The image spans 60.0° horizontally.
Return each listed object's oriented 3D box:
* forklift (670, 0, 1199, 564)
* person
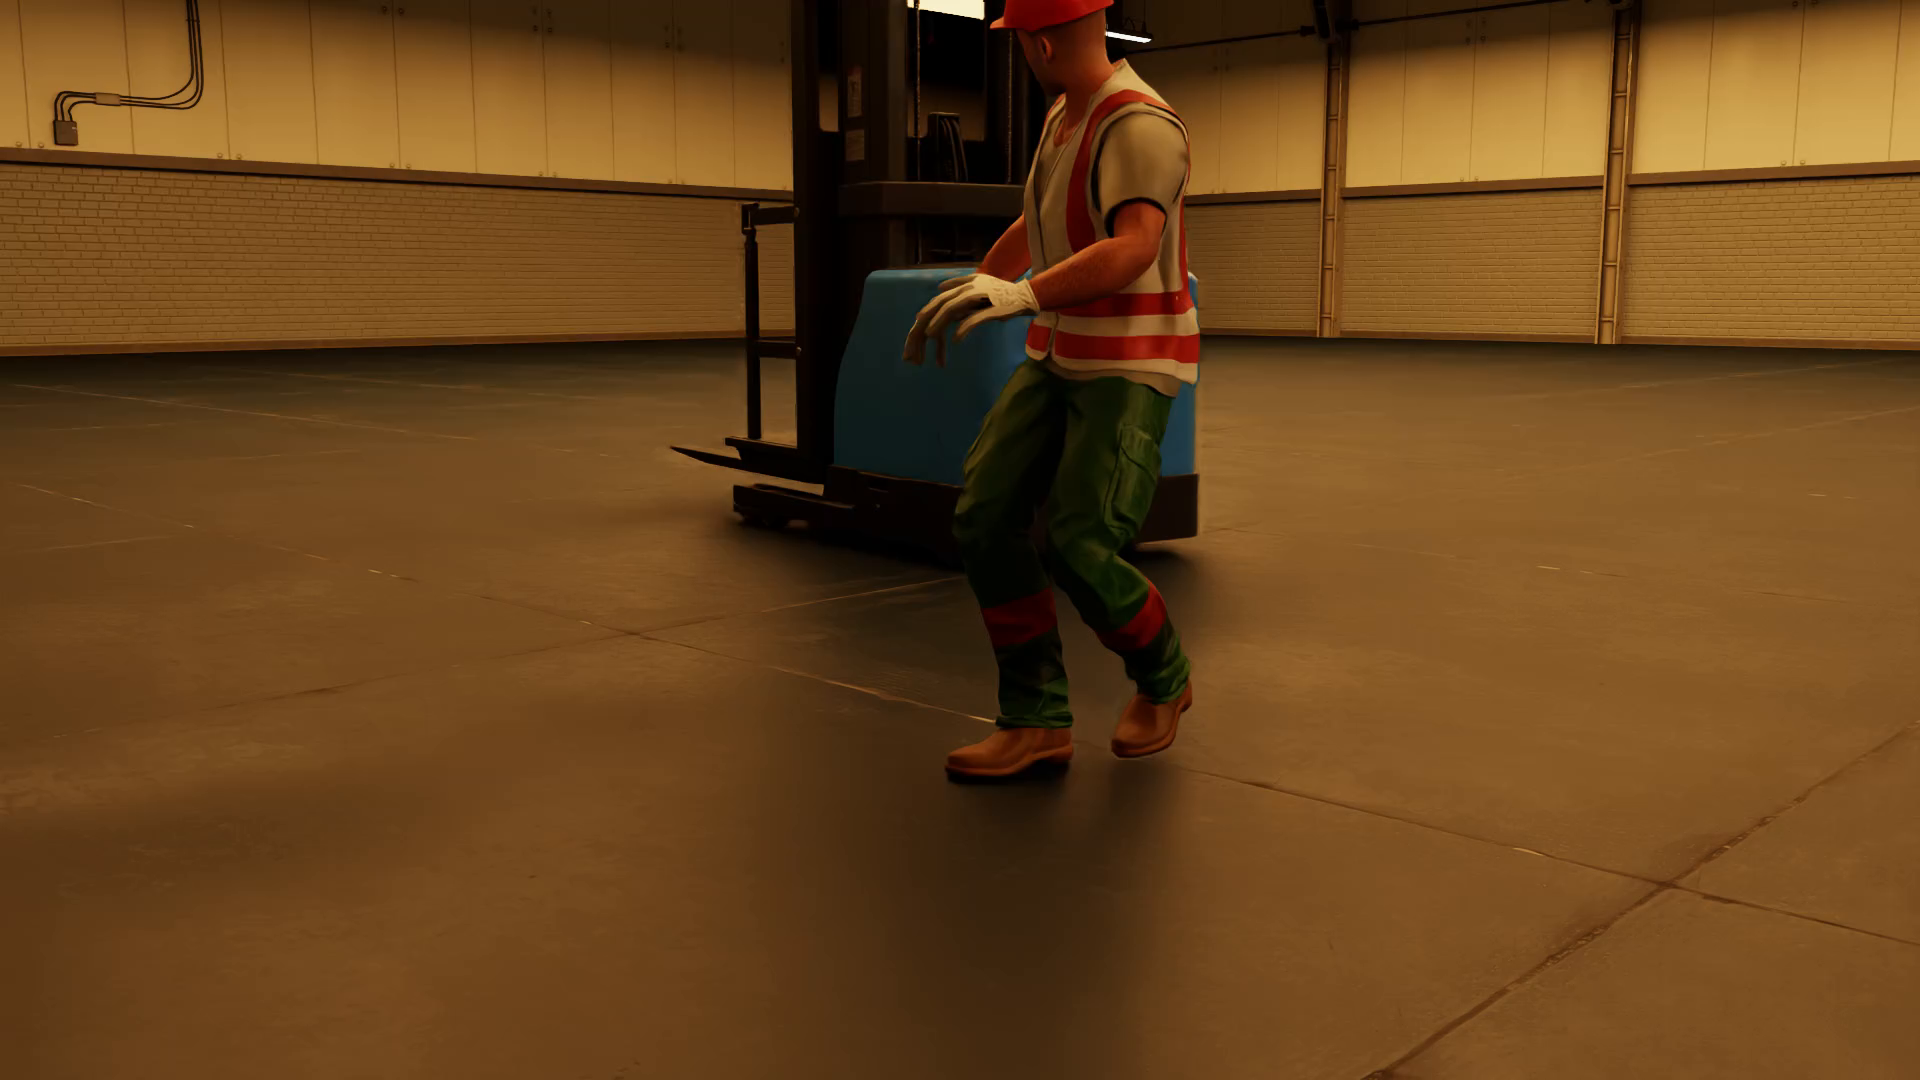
[{"bbox_3d":[-0.330,-1.539,7.092,1.130,2.935,3.031,-6,10,-34],"label":"forklift"},{"bbox_3d":[0.135,-0.350,3.433,0.784,1.663,0.859,-5,10,-32],"label":"person"}]
